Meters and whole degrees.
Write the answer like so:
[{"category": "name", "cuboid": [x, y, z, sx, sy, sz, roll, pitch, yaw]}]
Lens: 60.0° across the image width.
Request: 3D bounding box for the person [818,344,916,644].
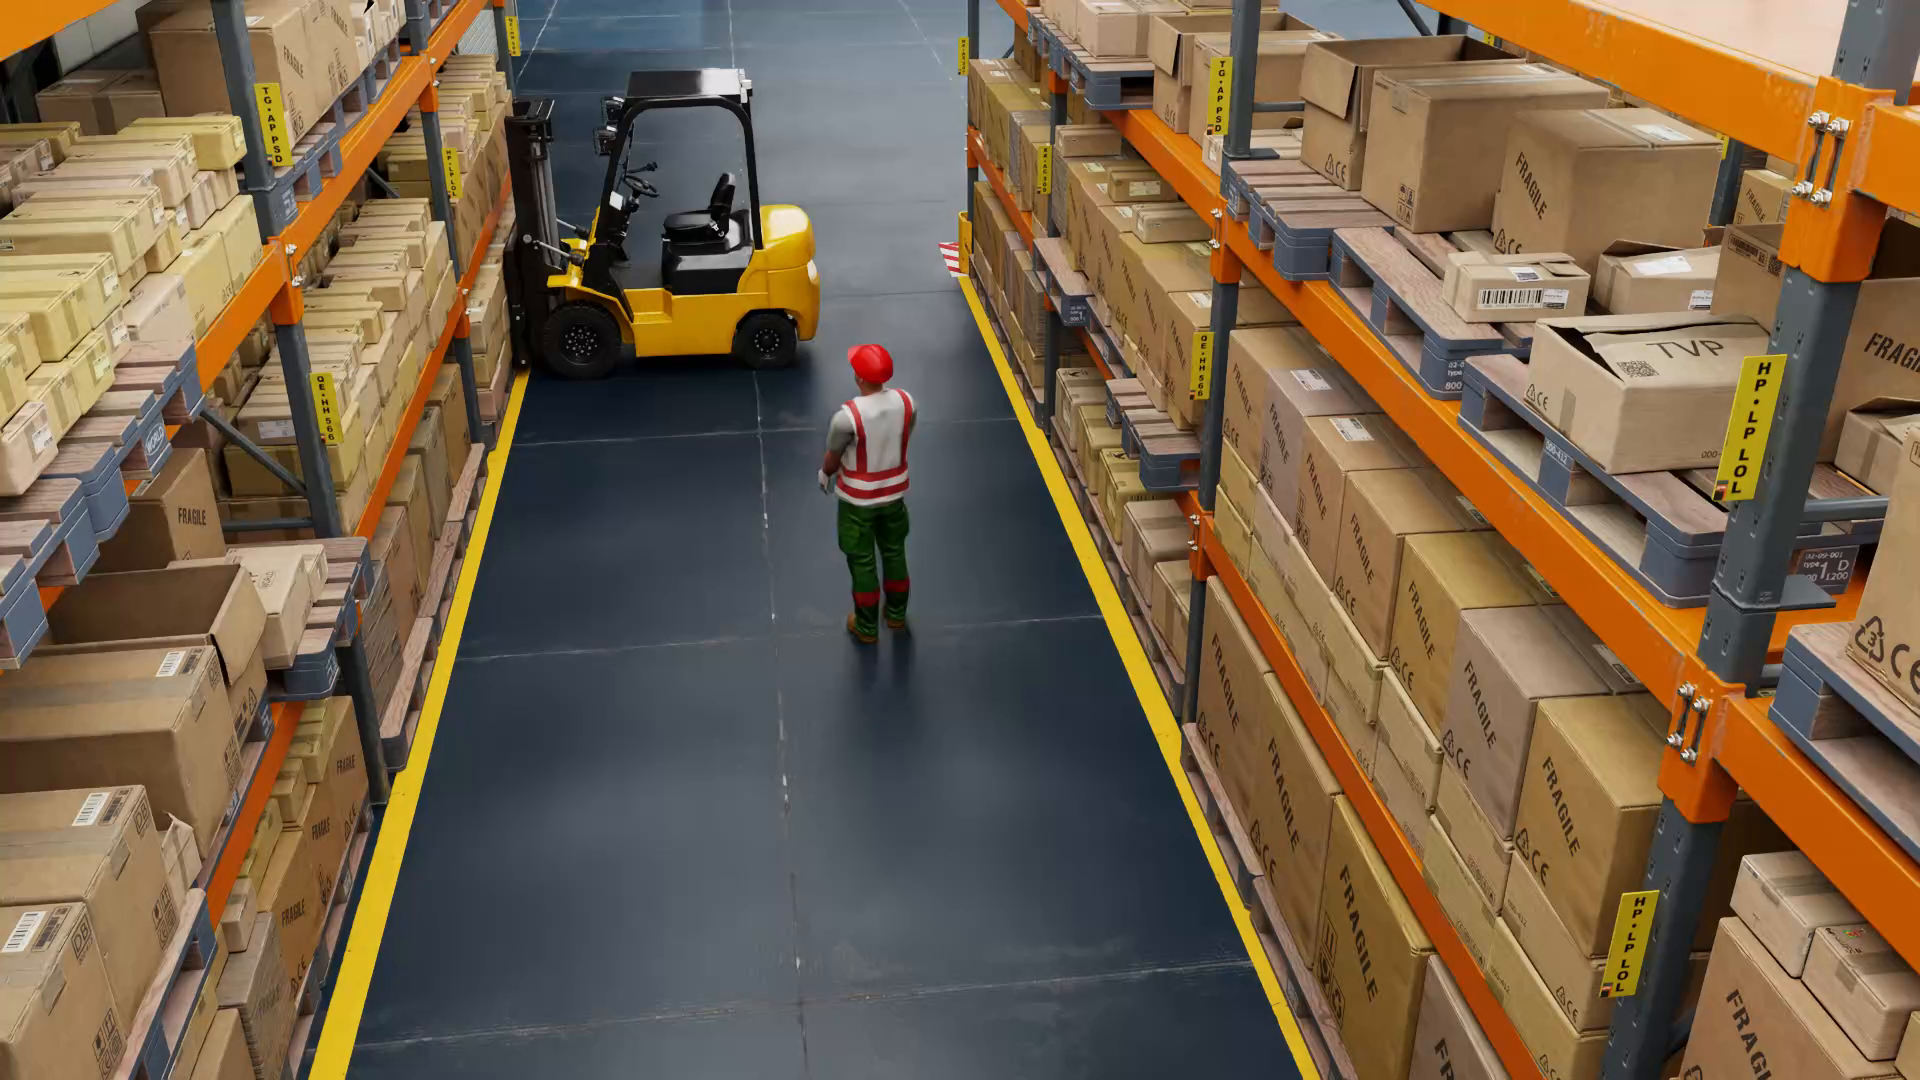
[{"category": "person", "cuboid": [-0.507, -0.277, 9.130, 0.556, 1.794, 0.528, -16, 31, -29]}]
